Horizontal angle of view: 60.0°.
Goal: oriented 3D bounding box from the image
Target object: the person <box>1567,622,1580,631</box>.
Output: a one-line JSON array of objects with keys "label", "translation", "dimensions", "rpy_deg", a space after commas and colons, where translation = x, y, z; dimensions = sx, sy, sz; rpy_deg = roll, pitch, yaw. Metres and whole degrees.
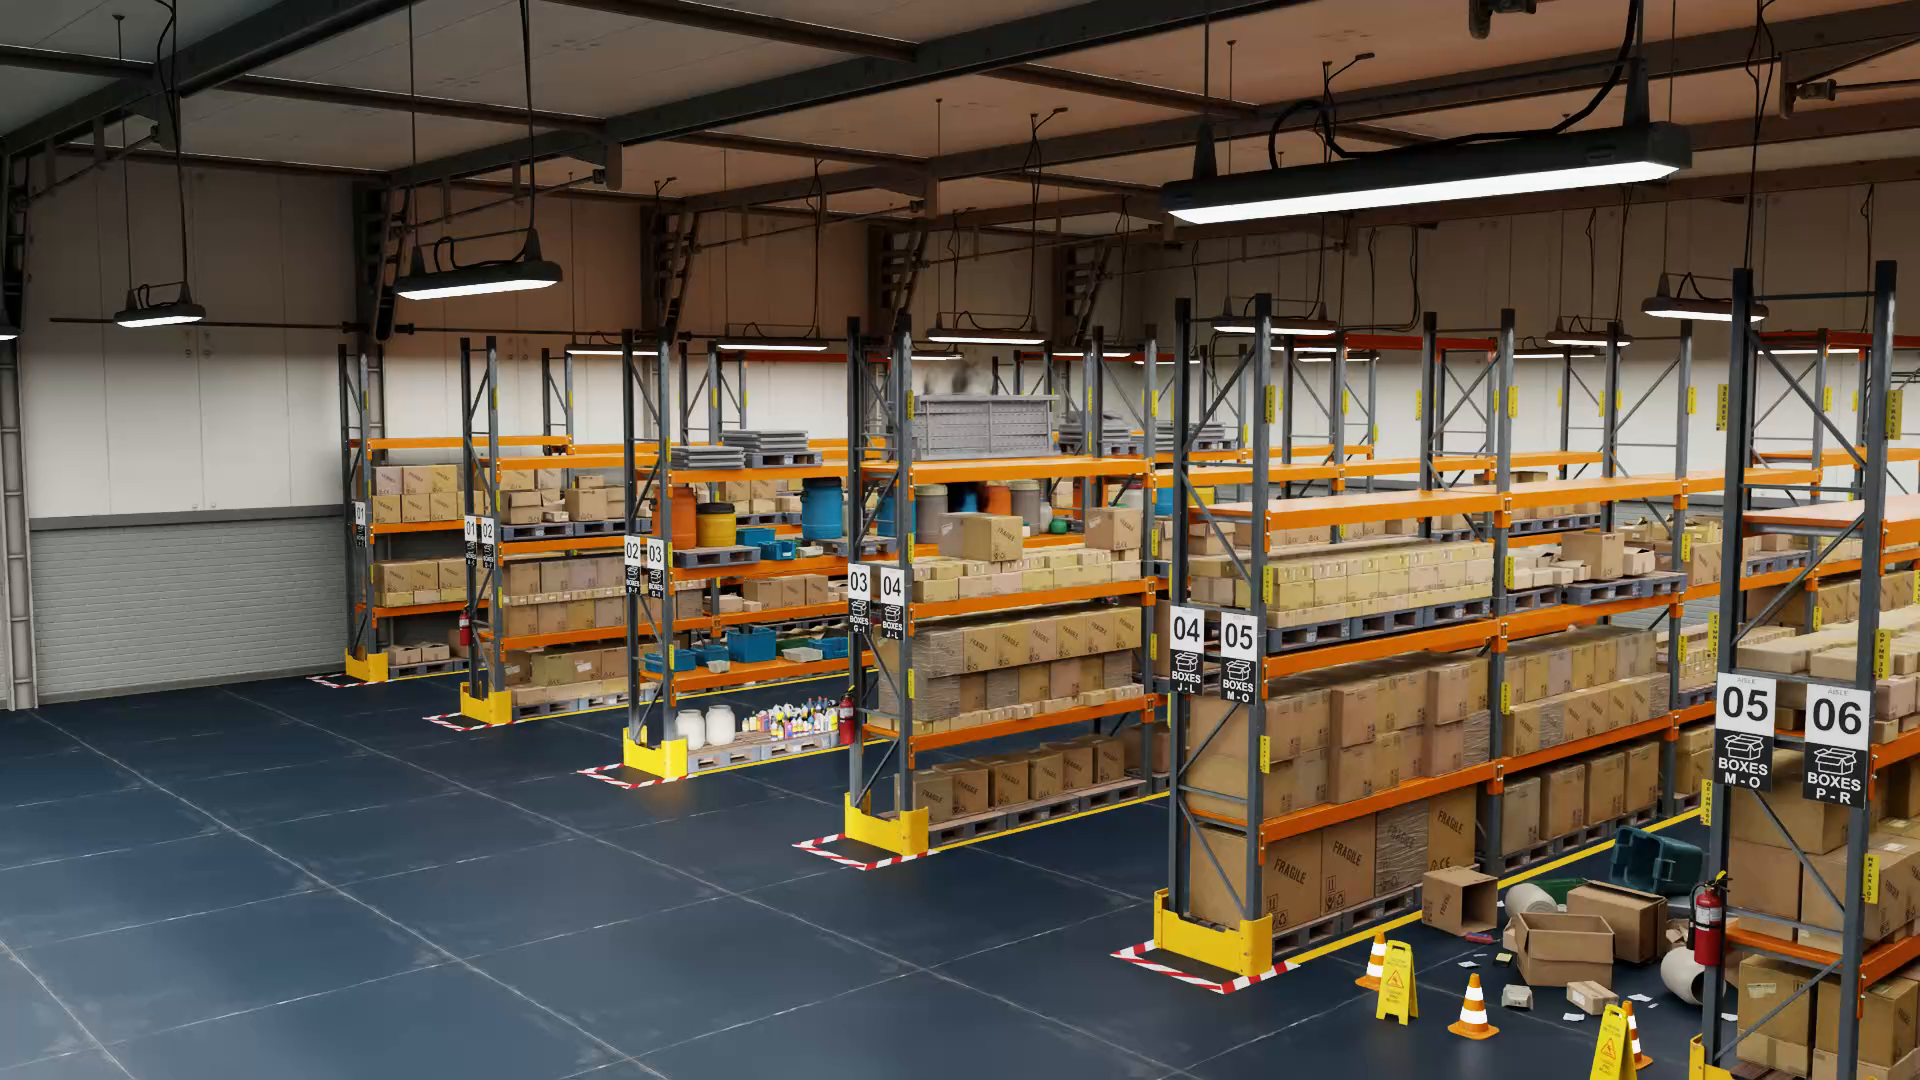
[{"label": "person", "translation": [9.403, 2.071, 25.571], "dimensions": [0.553, 1.629, 0.580], "rpy_deg": [-5, 7, -44]}]
